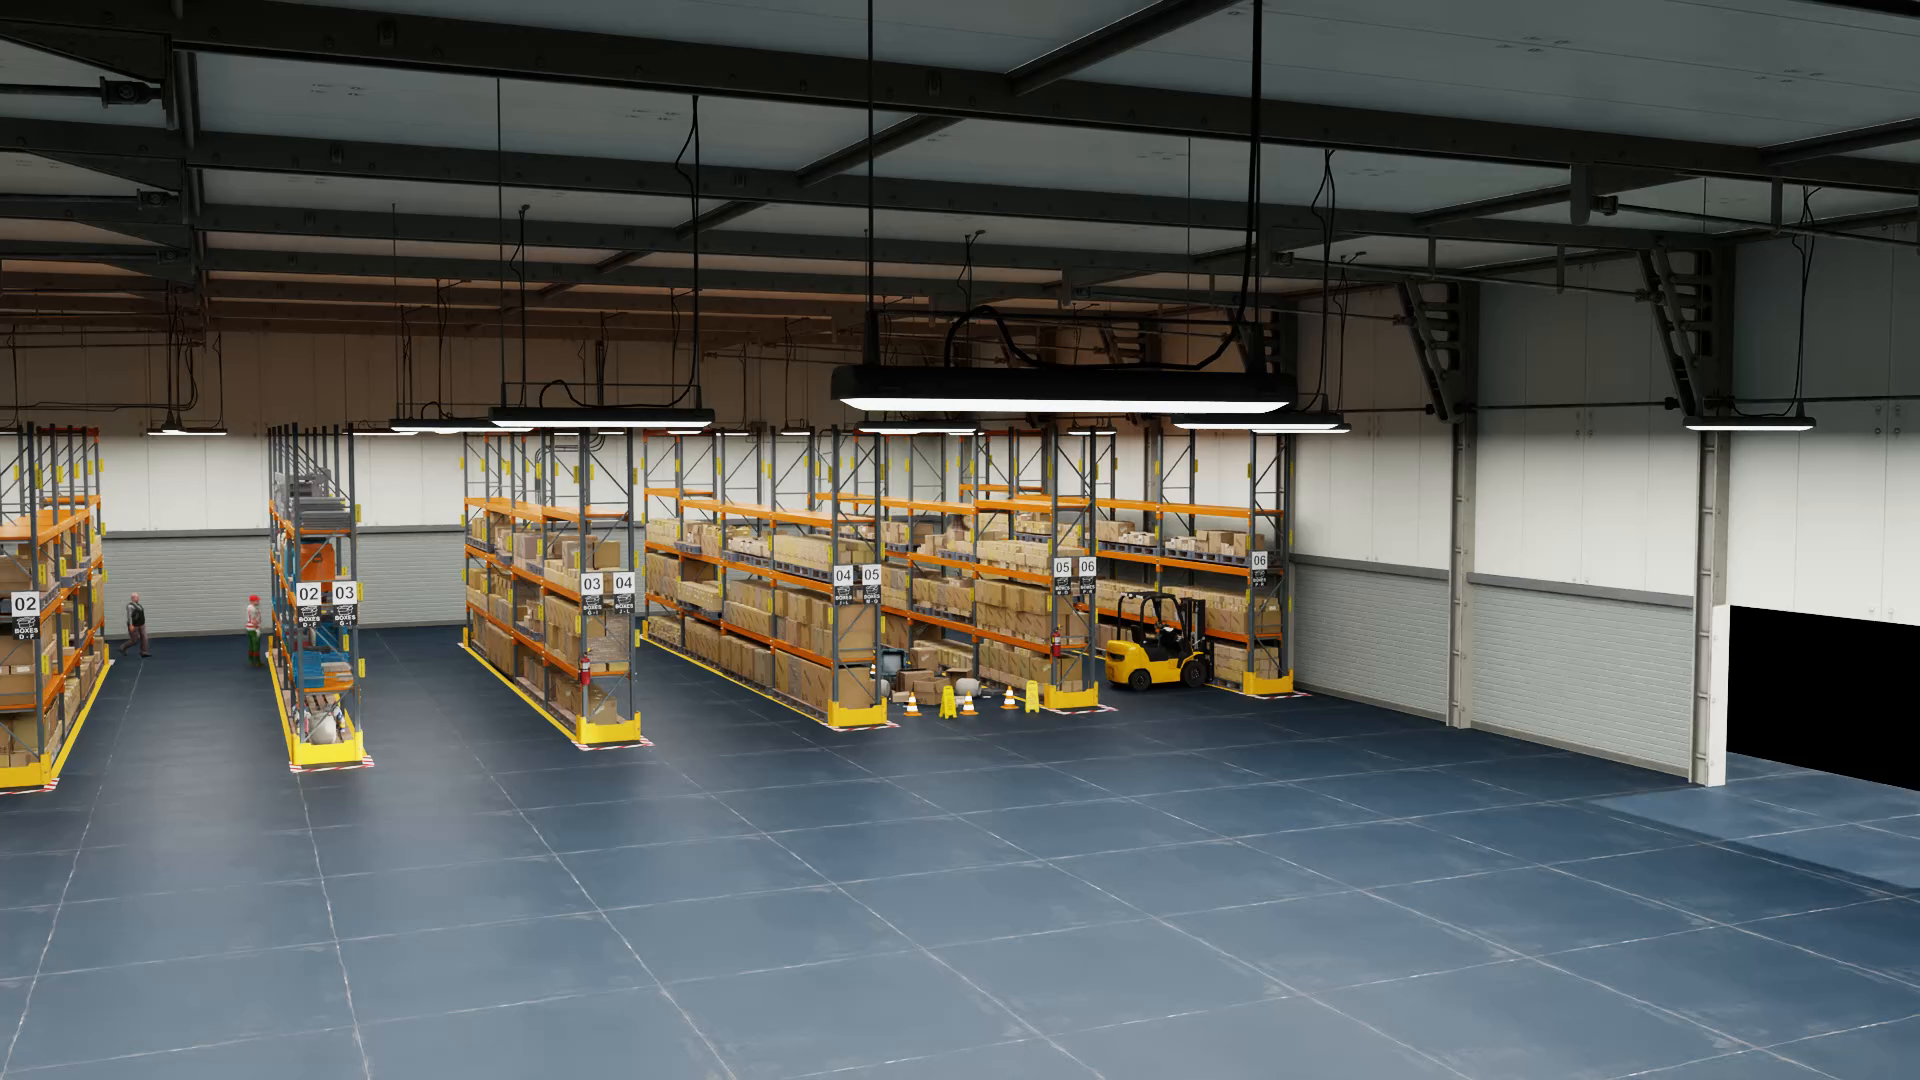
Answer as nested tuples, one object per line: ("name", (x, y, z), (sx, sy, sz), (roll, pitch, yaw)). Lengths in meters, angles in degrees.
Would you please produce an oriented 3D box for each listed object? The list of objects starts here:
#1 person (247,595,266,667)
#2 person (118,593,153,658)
("person", (-17.673, 2.268, 41.746), (0.399, 1.791, 0.609), (-2, 4, -34))
("person", (-21.449, 2.233, 43.194), (0.763, 1.700, 0.568), (1, 4, 12))
